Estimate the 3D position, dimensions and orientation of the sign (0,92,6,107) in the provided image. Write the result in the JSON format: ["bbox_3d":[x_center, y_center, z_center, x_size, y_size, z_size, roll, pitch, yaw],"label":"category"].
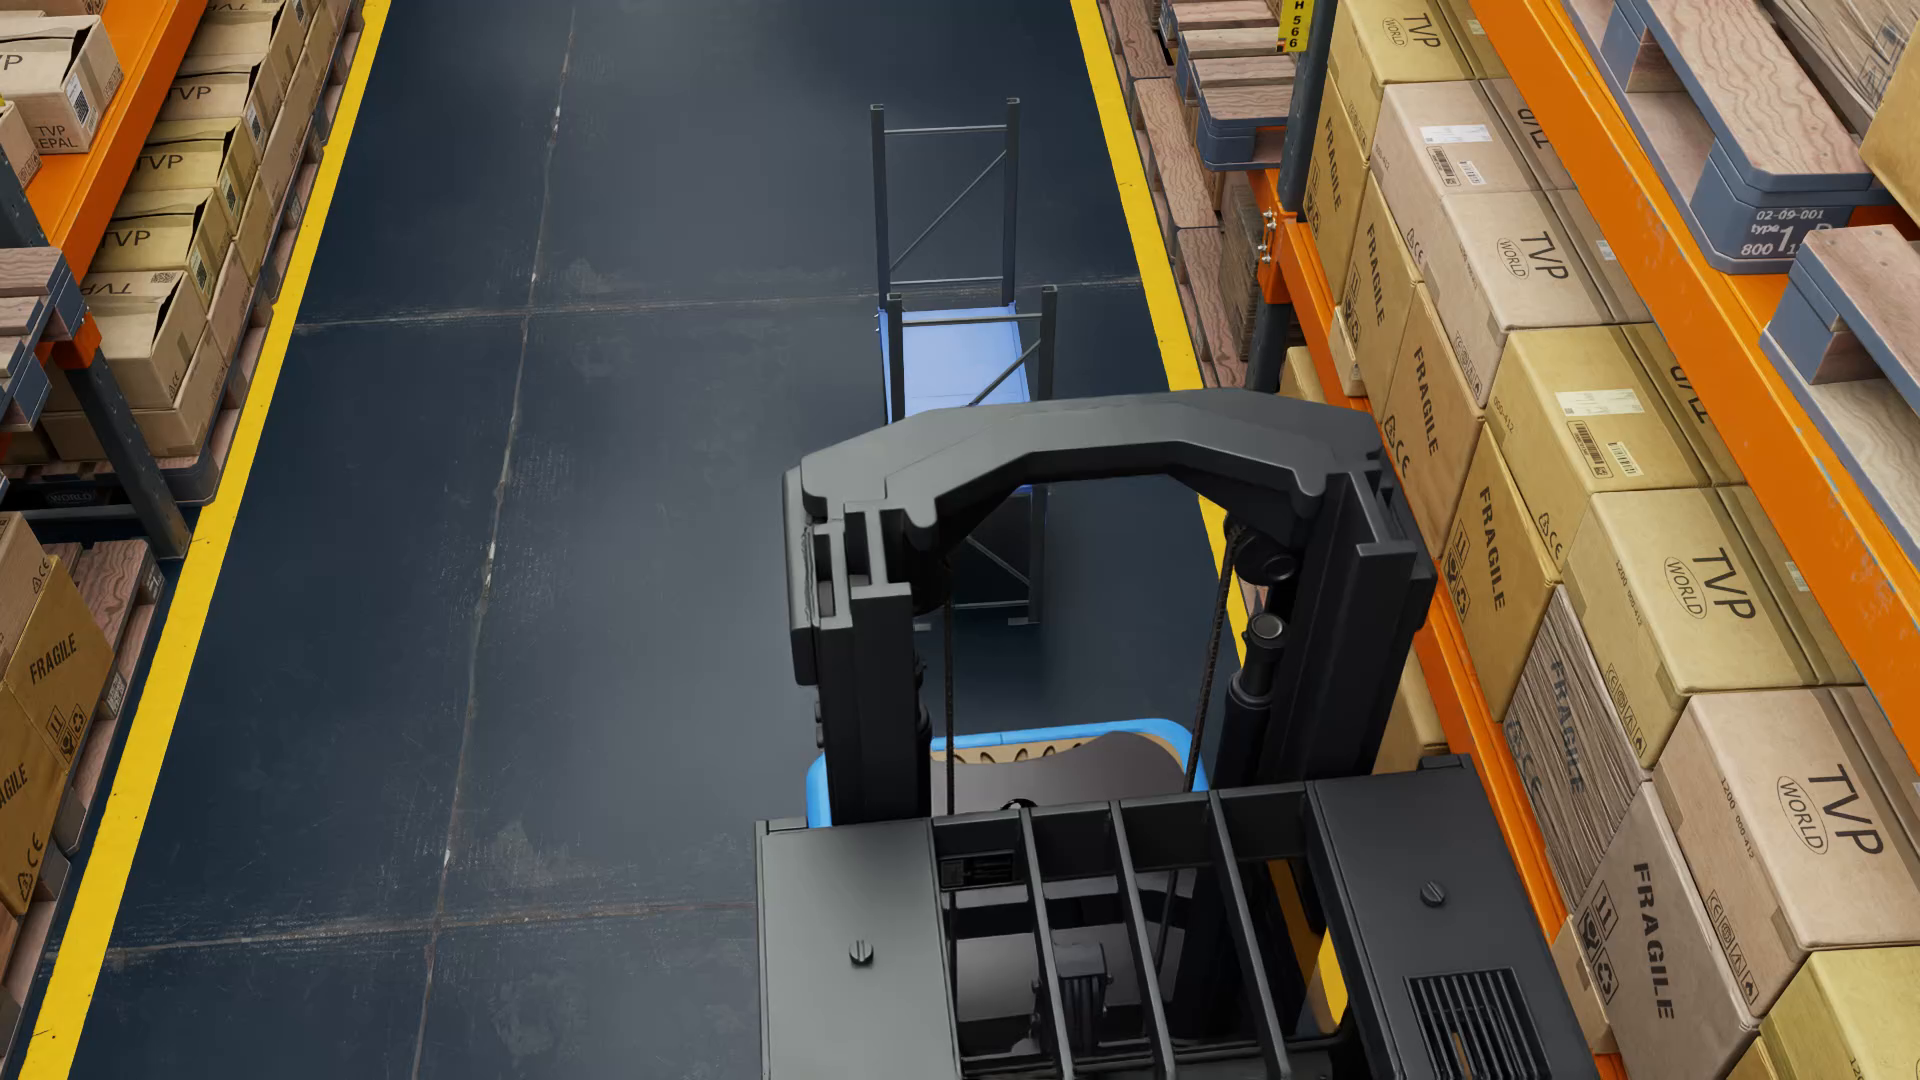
[{"bbox_3d":[-2.842,-1.380,4.748,0.100,0.325,0.005,-3,47,-3],"label":"sign"}]

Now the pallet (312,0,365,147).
[{"bbox_3d":[-3.616,-2.374,8.353,1.003,0.211,1.213,-3,47,-3],"label":"pallet"}]

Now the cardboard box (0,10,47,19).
[{"bbox_3d":[-3.545,-1.802,6.064,0.380,0.149,0.250,0,47,0],"label":"cardboard box"}]

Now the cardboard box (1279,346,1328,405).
[{"bbox_3d":[1.485,-0.138,5.506,0.750,0.750,0.750,-4,47,-4],"label":"cardboard box"}]

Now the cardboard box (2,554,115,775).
[{"bbox_3d":[-3.070,0.401,5.222,0.500,0.500,0.500,-2,47,-2],"label":"cardboard box"}]

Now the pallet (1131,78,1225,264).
[{"bbox_3d":[1.391,-1.760,7.772,1.003,0.211,1.213,-3,47,-3],"label":"pallet"}]

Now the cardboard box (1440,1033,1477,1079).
[{"bbox_3d":[1.627,1.111,4.324,0.750,0.750,0.750,-2,47,-2],"label":"cardboard box"}]

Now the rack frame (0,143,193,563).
[{"bbox_3d":[-3.382,-0.969,5.102,1.000,3.000,0.127,-3,47,-3],"label":"rack frame"}]

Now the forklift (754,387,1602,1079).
[{"bbox_3d":[0.270,1.293,3.007,1.130,2.935,3.031,-5,47,-4],"label":"forklift"}]

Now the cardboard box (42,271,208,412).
[{"bbox_3d":[-3.133,-0.758,6.120,0.500,0.311,0.500,-2,47,-2],"label":"cardboard box"}]

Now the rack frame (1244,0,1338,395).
[{"bbox_3d":[1.554,-1.273,5.390,1.000,3.000,0.127,-3,47,-3],"label":"rack frame"}]

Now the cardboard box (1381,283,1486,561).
[{"bbox_3d":[1.415,-0.311,4.191,0.500,0.500,0.500,-4,47,-3],"label":"cardboard box"}]

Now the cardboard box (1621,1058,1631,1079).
[{"bbox_3d":[1.557,1.102,3.300,0.380,0.149,0.250,-2,47,-2],"label":"cardboard box"}]

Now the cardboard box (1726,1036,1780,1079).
[{"bbox_3d":[1.599,1.159,2.799,0.500,0.500,0.500,-4,47,-4],"label":"cardboard box"}]

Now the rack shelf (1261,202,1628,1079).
[{"bbox_3d":[1.721,0.421,4.280,1.077,0.370,4.000,-3,47,-3],"label":"rack shelf"}]

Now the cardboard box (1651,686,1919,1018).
[{"bbox_3d":[1.561,0.527,2.881,0.500,0.250,0.500,-3,47,-2],"label":"cardboard box"}]

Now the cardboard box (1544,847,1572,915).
[{"bbox_3d":[1.522,0.733,3.649,0.380,0.149,0.250,-3,47,-3],"label":"cardboard box"}]

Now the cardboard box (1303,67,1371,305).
[{"bbox_3d":[1.339,-1.050,4.891,0.500,0.500,0.500,-2,47,-2],"label":"cardboard box"}]

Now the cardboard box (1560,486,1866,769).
[{"bbox_3d":[1.519,0.158,3.231,0.500,0.250,0.500,-3,47,-3],"label":"cardboard box"}]

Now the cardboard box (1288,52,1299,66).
[{"bbox_3d":[1.505,-1.798,5.515,0.700,0.500,0.500,-8,47,-8],"label":"cardboard box"}]

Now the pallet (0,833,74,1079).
[{"bbox_3d":[-3.258,1.413,4.767,1.003,0.211,1.213,-3,47,-3],"label":"pallet"}]

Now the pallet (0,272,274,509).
[{"bbox_3d":[-3.412,-0.608,6.681,1.003,0.211,1.213,-3,47,-3],"label":"pallet"}]

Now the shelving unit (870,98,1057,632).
[{"bbox_3d":[-0.007,-0.577,5.764,0.538,1.500,1.048,-3,47,-3],"label":"shelving unit"}]

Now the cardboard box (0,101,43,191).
[{"bbox_3d":[-3.369,-1.204,5.386,0.500,0.311,0.500,-1,47,-1],"label":"cardboard box"}]

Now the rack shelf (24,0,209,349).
[{"bbox_3d":[-3.550,-2.169,6.734,1.077,0.370,4.000,-3,47,-3],"label":"rack shelf"}]

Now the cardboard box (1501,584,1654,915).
[{"bbox_3d":[1.513,0.426,3.493,0.500,0.500,0.500,-3,47,-3],"label":"cardboard box"}]

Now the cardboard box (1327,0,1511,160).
[{"bbox_3d":[1.337,-1.309,4.620,0.500,0.250,0.500,-2,47,-2],"label":"cardboard box"}]

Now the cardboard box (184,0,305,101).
[{"bbox_3d":[-3.308,-2.242,7.526,0.500,0.311,0.500,-4,47,-3],"label":"cardboard box"}]

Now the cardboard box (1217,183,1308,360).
[{"bbox_3d":[1.442,-1.083,6.628,0.700,0.500,0.500,-3,47,-3],"label":"cardboard box"}]

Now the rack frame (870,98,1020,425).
[{"bbox_3d":[-0.050,-0.945,6.112,0.500,1.500,0.032,-3,47,-3],"label":"rack frame"}]

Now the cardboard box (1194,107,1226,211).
[{"bbox_3d":[1.445,-1.820,7.326,0.700,0.500,0.500,-4,47,-4],"label":"cardboard box"}]

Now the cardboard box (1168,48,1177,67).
[{"bbox_3d":[1.390,-2.556,8.024,0.700,0.500,0.500,-4,47,-4],"label":"cardboard box"}]

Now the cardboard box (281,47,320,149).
[{"bbox_3d":[-3.310,-2.044,7.724,0.500,0.250,0.500,-3,47,-2],"label":"cardboard box"}]

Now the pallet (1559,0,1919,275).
[{"bbox_3d":[1.757,-0.968,3.165,1.003,0.211,1.213,-2,47,-1],"label":"pallet"}]

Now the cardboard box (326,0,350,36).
[{"bbox_3d":[-3.393,-2.780,8.421,0.500,0.250,0.500,-4,47,-4],"label":"cardboard box"}]

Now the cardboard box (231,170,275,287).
[{"bbox_3d":[-3.226,-1.304,7.024,0.500,0.250,0.500,-5,47,-4],"label":"cardboard box"}]

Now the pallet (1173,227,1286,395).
[{"bbox_3d":[1.490,-0.880,6.938,1.003,0.211,1.213,-3,47,-3],"label":"pallet"}]

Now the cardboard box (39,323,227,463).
[{"bbox_3d":[-3.133,-0.565,6.324,0.500,0.250,0.500,-4,47,-3],"label":"cardboard box"}]

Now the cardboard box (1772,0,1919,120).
[{"bbox_3d":[1.835,-1.005,2.698,0.700,0.500,0.500,-4,47,-3],"label":"cardboard box"}]

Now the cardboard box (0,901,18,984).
[{"bbox_3d":[-2.977,1.155,4.509,0.500,0.500,0.500,-5,47,-5],"label":"cardboard box"}]

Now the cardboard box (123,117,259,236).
[{"bbox_3d":[-3.226,-1.506,6.829,0.500,0.311,0.500,-5,47,-4],"label":"cardboard box"}]
